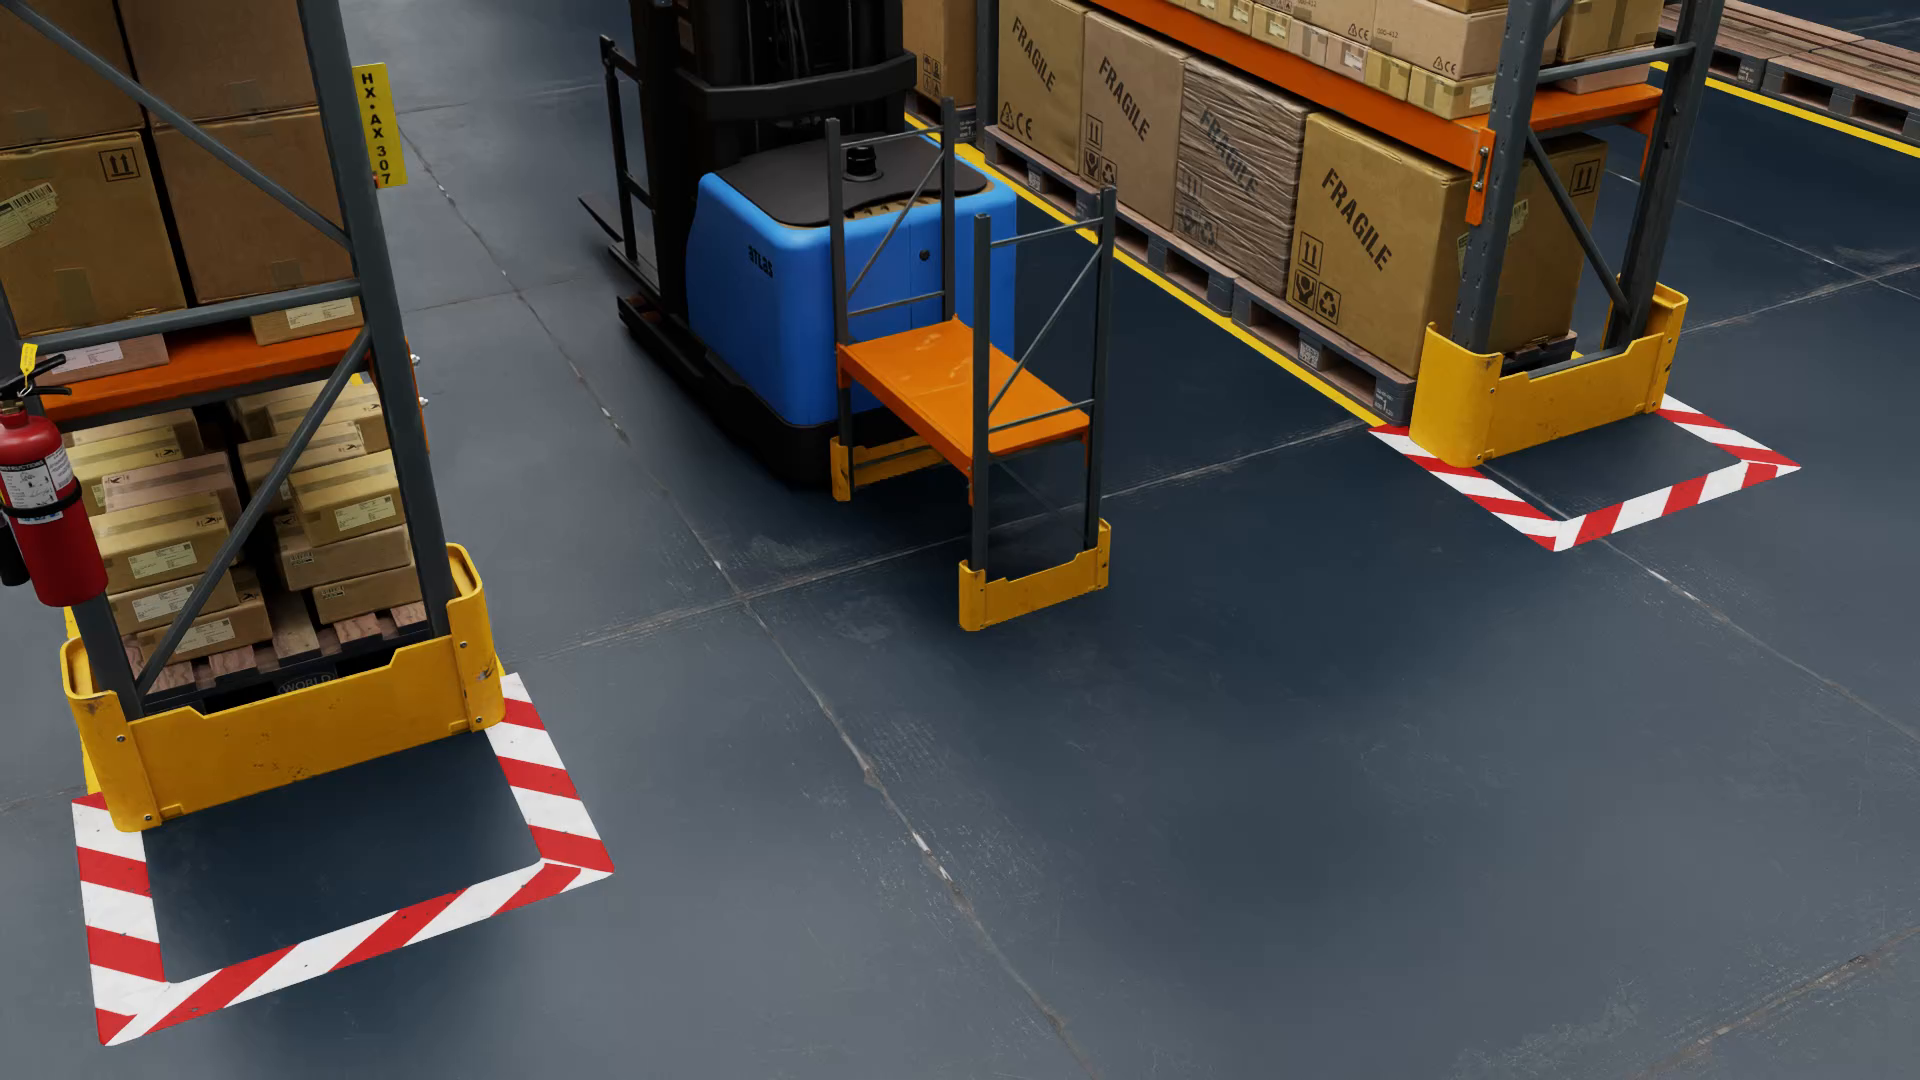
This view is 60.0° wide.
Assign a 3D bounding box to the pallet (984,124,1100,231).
[{"bbox_3d":[0.850,-2.132,9.381,1.003,0.211,1.213,-16,36,-23],"label":"pallet"}]

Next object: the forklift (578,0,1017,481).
[{"bbox_3d":[-0.937,-2.229,7.012,1.130,2.935,3.031,-17,37,-25],"label":"forklift"}]

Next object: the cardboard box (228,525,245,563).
[{"bbox_3d":[-2.578,0.000,5.447,0.380,0.149,0.250,-17,36,-24],"label":"cardboard box"}]

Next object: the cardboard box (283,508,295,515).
[{"bbox_3d":[-2.100,-0.141,5.668,0.380,0.149,0.250,-16,36,-23],"label":"cardboard box"}]

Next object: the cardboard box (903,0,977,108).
[{"bbox_3d":[0.248,-3.271,10.155,1.225,0.875,0.875,-16,36,-23],"label":"cardboard box"}]

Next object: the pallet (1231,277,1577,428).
[{"bbox_3d":[1.987,-0.967,7.564,1.003,0.211,1.213,-16,36,-23],"label":"pallet"}]

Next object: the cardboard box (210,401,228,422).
[{"bbox_3d":[-2.687,-0.607,6.395,0.380,0.149,0.250,-14,35,-21],"label":"cardboard box"}]

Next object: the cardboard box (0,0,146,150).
[{"bbox_3d":[-2.439,-1.324,4.241,0.500,0.500,0.500,-17,36,-24],"label":"cardboard box"}]

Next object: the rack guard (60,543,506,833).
[{"bbox_3d":[-2.041,0.436,5.106,1.175,0.500,0.348,-16,36,-23],"label":"rack guard"}]

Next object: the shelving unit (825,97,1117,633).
[{"bbox_3d":[0.016,-0.638,5.855,0.587,1.500,1.083,-17,36,-25],"label":"shelving unit"}]

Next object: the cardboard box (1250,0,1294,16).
[{"bbox_3d":[1.495,-2.491,7.221,0.500,0.250,0.500,-17,36,-25],"label":"cardboard box"}]

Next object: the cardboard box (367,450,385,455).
[{"bbox_3d":[-2.316,-0.386,6.049,0.380,0.149,0.250,-15,35,-22],"label":"cardboard box"}]

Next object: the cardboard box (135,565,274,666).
[{"bbox_3d":[-2.435,0.245,5.341,0.380,0.149,0.250,-15,36,-22],"label":"cardboard box"}]

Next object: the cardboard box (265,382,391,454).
[{"bbox_3d":[-2.188,-0.396,5.790,0.380,0.149,0.250,-16,36,-23],"label":"cardboard box"}]

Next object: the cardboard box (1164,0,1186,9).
[{"bbox_3d":[1.136,-2.614,7.783,0.380,0.149,0.250,-17,36,-24],"label":"cardboard box"}]

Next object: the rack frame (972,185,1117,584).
[{"bbox_3d":[0.265,-0.405,5.491,0.500,1.500,0.032,-17,36,-25],"label":"rack frame"}]

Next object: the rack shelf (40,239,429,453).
[{"bbox_3d":[-2.938,-1.232,6.059,1.077,0.370,4.000,-16,36,-23],"label":"rack shelf"}]

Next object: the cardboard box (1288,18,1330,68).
[{"bbox_3d":[1.617,-2.124,7.018,0.380,0.149,0.250,-15,36,-22],"label":"cardboard box"}]

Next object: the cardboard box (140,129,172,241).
[{"bbox_3d":[-2.678,-1.144,4.887,0.500,0.500,0.500,-16,36,-24],"label":"cardboard box"}]

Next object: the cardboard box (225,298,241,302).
[{"bbox_3d":[-2.022,-0.822,4.986,0.380,0.149,0.250,-15,35,-21],"label":"cardboard box"}]

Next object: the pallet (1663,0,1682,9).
[{"bbox_3d":[4.623,-4.139,12.514,1.003,0.211,1.213,-16,36,-23],"label":"pallet"}]

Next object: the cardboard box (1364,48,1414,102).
[{"bbox_3d":[1.849,-1.884,6.643,0.380,0.149,0.250,-15,36,-23],"label":"cardboard box"}]

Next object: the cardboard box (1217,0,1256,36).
[{"bbox_3d":[1.373,-2.371,7.404,0.380,0.149,0.250,-16,36,-23],"label":"cardboard box"}]

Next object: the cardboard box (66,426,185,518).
[{"bbox_3d":[-2.776,-0.222,5.518,0.380,0.149,0.250,-17,36,-24],"label":"cardboard box"}]

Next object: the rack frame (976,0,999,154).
[{"bbox_3d":[0.564,-3.688,9.226,1.000,3.000,0.127,-16,36,-23],"label":"rack frame"}]

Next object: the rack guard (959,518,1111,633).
[{"bbox_3d":[0.265,0.121,5.829,0.587,0.250,0.087,-17,36,-25],"label":"rack guard"}]

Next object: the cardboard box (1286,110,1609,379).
[{"bbox_3d":[2.060,-1.347,7.152,0.875,0.875,0.875,-16,36,-23],"label":"cardboard box"}]

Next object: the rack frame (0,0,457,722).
[{"bbox_3d":[-2.006,-0.580,4.375,1.000,3.000,0.127,-16,36,-23],"label":"rack frame"}]

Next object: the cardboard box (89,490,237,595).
[{"bbox_3d":[-2.477,0.004,5.165,0.380,0.149,0.250,-15,36,-23],"label":"cardboard box"}]

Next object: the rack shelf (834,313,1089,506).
[{"bbox_3d":[0.011,-0.491,5.959,0.538,0.185,1.000,-17,36,-25],"label":"rack shelf"}]

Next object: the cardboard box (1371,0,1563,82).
[{"bbox_3d":[1.969,-2.006,6.464,0.500,0.250,0.500,-16,36,-24],"label":"cardboard box"}]

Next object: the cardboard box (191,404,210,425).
[{"bbox_3d":[-3.154,-0.496,6.497,0.380,0.149,0.250,-15,36,-22],"label":"cardboard box"}]

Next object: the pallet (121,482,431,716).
[{"bbox_3d":[-2.388,0.161,5.803,1.003,0.211,1.213,-16,36,-23],"label":"pallet"}]

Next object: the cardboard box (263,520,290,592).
[{"bbox_3d":[-2.161,0.009,5.709,0.380,0.149,0.250,-16,36,-23],"label":"cardboard box"}]

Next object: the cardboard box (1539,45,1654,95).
[{"bbox_3d":[2.556,-1.926,6.709,0.380,0.149,0.250,-15,36,-23],"label":"cardboard box"}]

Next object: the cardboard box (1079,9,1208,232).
[{"bbox_3d":[1.221,-2.206,8.493,0.875,0.875,0.875,-16,36,-23],"label":"cardboard box"}]

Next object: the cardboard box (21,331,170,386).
[{"bbox_3d":[-2.408,-0.559,4.574,0.380,0.149,0.250,-16,36,-23],"label":"cardboard box"}]

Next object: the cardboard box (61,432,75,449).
[{"bbox_3d":[-3.015,-0.476,5.914,0.380,0.149,0.250,-15,35,-21],"label":"cardboard box"}]

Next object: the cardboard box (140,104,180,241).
[{"bbox_3d":[-2.243,-1.280,5.099,0.500,0.500,0.500,-16,36,-23],"label":"cardboard box"}]

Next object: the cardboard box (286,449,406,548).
[{"bbox_3d":[-1.949,-0.142,5.394,0.380,0.149,0.250,-18,37,-25],"label":"cardboard box"}]

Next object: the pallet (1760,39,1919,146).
[{"bbox_3d":[5.896,-2.836,10.481,1.003,0.211,1.213,-16,36,-23],"label":"pallet"}]
